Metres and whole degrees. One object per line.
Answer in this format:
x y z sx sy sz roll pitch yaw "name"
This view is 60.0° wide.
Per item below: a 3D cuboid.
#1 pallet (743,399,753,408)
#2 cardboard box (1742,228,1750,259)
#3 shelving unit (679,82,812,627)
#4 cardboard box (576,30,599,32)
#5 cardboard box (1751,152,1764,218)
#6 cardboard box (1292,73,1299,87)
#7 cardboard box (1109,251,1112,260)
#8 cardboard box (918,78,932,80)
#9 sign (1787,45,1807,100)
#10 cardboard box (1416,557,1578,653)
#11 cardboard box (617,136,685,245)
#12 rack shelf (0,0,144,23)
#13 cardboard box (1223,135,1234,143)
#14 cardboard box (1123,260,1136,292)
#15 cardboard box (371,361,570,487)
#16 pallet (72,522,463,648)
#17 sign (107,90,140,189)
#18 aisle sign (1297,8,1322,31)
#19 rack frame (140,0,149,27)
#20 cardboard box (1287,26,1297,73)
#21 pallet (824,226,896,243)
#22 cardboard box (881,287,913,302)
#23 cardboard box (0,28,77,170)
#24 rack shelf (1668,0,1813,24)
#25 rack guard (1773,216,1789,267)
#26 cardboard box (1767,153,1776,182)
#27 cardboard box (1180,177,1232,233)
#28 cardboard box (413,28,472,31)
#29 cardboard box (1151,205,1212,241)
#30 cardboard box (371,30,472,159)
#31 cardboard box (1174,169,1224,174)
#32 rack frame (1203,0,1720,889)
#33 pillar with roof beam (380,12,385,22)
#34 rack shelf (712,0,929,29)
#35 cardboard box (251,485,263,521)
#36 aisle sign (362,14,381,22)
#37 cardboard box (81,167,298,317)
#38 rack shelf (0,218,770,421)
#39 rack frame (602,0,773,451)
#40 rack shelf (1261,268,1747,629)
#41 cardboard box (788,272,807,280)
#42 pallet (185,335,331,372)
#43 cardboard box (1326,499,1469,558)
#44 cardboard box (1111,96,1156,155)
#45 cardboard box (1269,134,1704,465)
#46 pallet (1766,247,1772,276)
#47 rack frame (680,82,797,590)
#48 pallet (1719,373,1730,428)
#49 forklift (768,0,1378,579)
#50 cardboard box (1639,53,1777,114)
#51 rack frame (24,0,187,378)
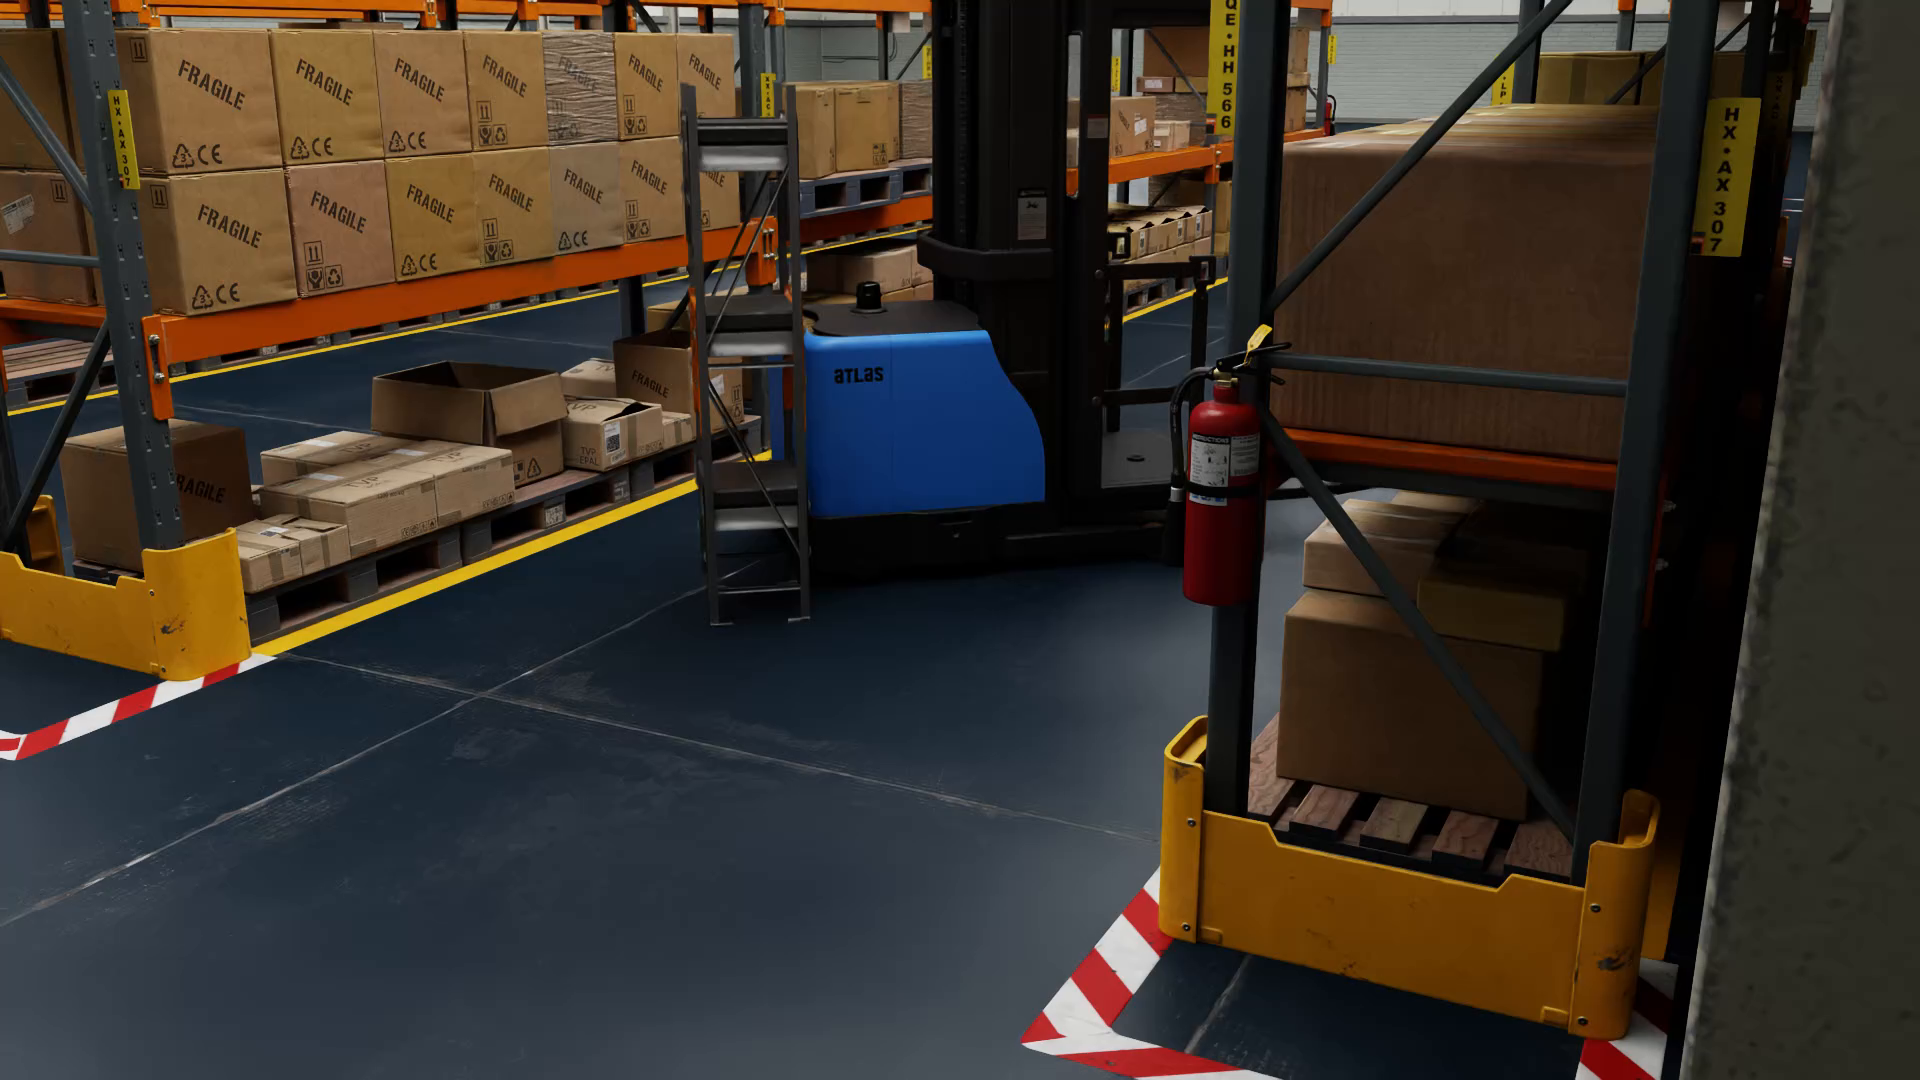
-1.203 -0.903 10.529 1.003 0.211 1.213 8 18 25 "pallet"
3.449 -1.402 7.717 0.380 0.149 0.250 8 18 24 "cardboard box"
-0.856 -0.738 6.654 0.431 2.100 0.503 -3 17 -11 "shelving unit"
-5.275 -6.716 22.748 0.500 0.500 0.500 8 18 25 "cardboard box"
3.566 -1.818 7.978 0.500 0.500 0.500 8 18 26 "cardboard box"
3.599 -5.190 18.749 0.380 0.149 0.250 8 18 25 "cardboard box"
0.978 -2.430 13.878 0.500 0.311 0.500 8 18 24 "cardboard box"
0.074 -3.122 12.187 0.700 0.500 0.500 2 17 7 "cardboard box"
5.186 -2.903 10.330 0.100 0.325 0.005 8 18 25 "sign"
1.459 0.172 4.524 0.380 0.149 0.250 8 18 26 "cardboard box"
-1.756 -1.785 8.423 0.500 0.500 0.500 9 19 27 "cardboard box"
-9.500 -4.892 15.056 1.077 0.370 4.000 8 18 25 "rack shelf"
2.464 -4.363 17.103 0.700 0.500 0.500 8 18 25 "cardboard box"
1.202 -2.288 14.384 0.500 0.250 0.500 8 18 24 "cardboard box"
-2.368 -0.563 8.098 0.797 0.503 0.637 8 18 25 "cardboard box"
-2.931 0.105 7.135 1.003 0.211 1.213 8 18 25 "pallet"
-2.835 -1.355 5.633 0.100 0.325 0.005 8 18 25 "sign"
4.121 -6.310 19.270 0.394 0.787 0.004 8 18 25 "aisle sign"
-8.606 -4.308 17.095 1.000 3.000 0.127 8 18 25 "rack frame"
3.355 -5.489 18.617 0.700 0.500 0.500 8 18 24 "cardboard box"
-1.507 -3.838 20.410 1.003 0.211 1.213 8 18 25 "pallet"
-0.641 -1.397 10.910 0.500 0.500 0.500 8 18 26 "cardboard box"
-3.368 -1.685 6.331 0.500 0.500 0.500 8 18 25 "cardboard box"
7.369 -5.039 15.551 1.077 0.370 4.000 8 18 25 "rack shelf"
8.228 -3.238 17.882 1.175 0.500 0.348 8 18 25 "rack guard"
4.712 -2.464 10.153 0.500 0.500 0.500 8 18 26 "cardboard box"
2.529 -3.387 16.768 0.500 0.500 0.500 8 18 25 "cardboard box"
-6.391 -6.079 20.604 0.500 0.500 0.500 8 18 25 "cardboard box"
2.117 -3.078 16.061 0.500 0.311 0.500 8 18 25 "cardboard box"
-2.431 -1.877 6.978 0.500 0.500 0.500 8 18 26 "cardboard box"
2.507 -3.708 17.850 0.500 0.500 0.500 8 18 25 "cardboard box"
1.113 -0.380 3.870 1.000 3.000 0.127 8 18 25 "rack frame"
-10.244 -13.560 37.706 9.100 9.000 0.400 8 18 25 "pillar with roof beam"
-1.494 -6.300 19.795 1.077 0.370 4.000 8 18 25 "rack shelf"
-3.036 -0.124 7.210 0.380 0.166 0.250 8 18 25 "cardboard box"
-9.124 -8.229 25.730 0.394 0.787 0.004 8 18 25 "aisle sign"
-2.886 -1.137 6.242 0.500 0.500 0.500 9 19 27 "cardboard box"
-2.427 -1.174 7.806 1.077 0.370 4.000 8 18 25 "rack shelf"
-1.533 -2.028 9.419 1.000 3.000 0.127 8 18 25 "rack frame"
2.007 -0.545 5.687 1.077 0.370 4.000 8 18 25 "rack shelf"
-0.891 -1.585 11.545 0.500 0.500 0.500 7 18 24 "cardboard box"
-5.581 -1.514 12.584 1.003 0.211 1.213 8 18 25 "pallet"
1.344 -0.006 5.124 0.380 0.149 0.250 9 19 27 "cardboard box"
1.448 -3.786 15.162 0.500 0.500 0.500 10 19 29 "cardboard box"
1.332 -0.655 4.269 0.980 0.700 0.700 9 19 28 "cardboard box"
7.834 -2.897 17.241 1.003 0.211 1.213 8 18 25 "pallet"
-0.905 -0.806 6.883 0.400 2.100 0.015 -3 17 -11 "rack frame"
4.268 -0.890 10.483 1.003 0.211 1.213 8 18 25 "pallet"
0.665 -1.457 7.614 3.031 2.935 1.130 -5 17 -16 "forklift"
3.339 -2.043 7.417 0.500 0.250 0.500 9 19 27 "cardboard box"
-5.963 -2.659 11.544 1.000 3.000 0.127 8 18 25 "rack frame"
